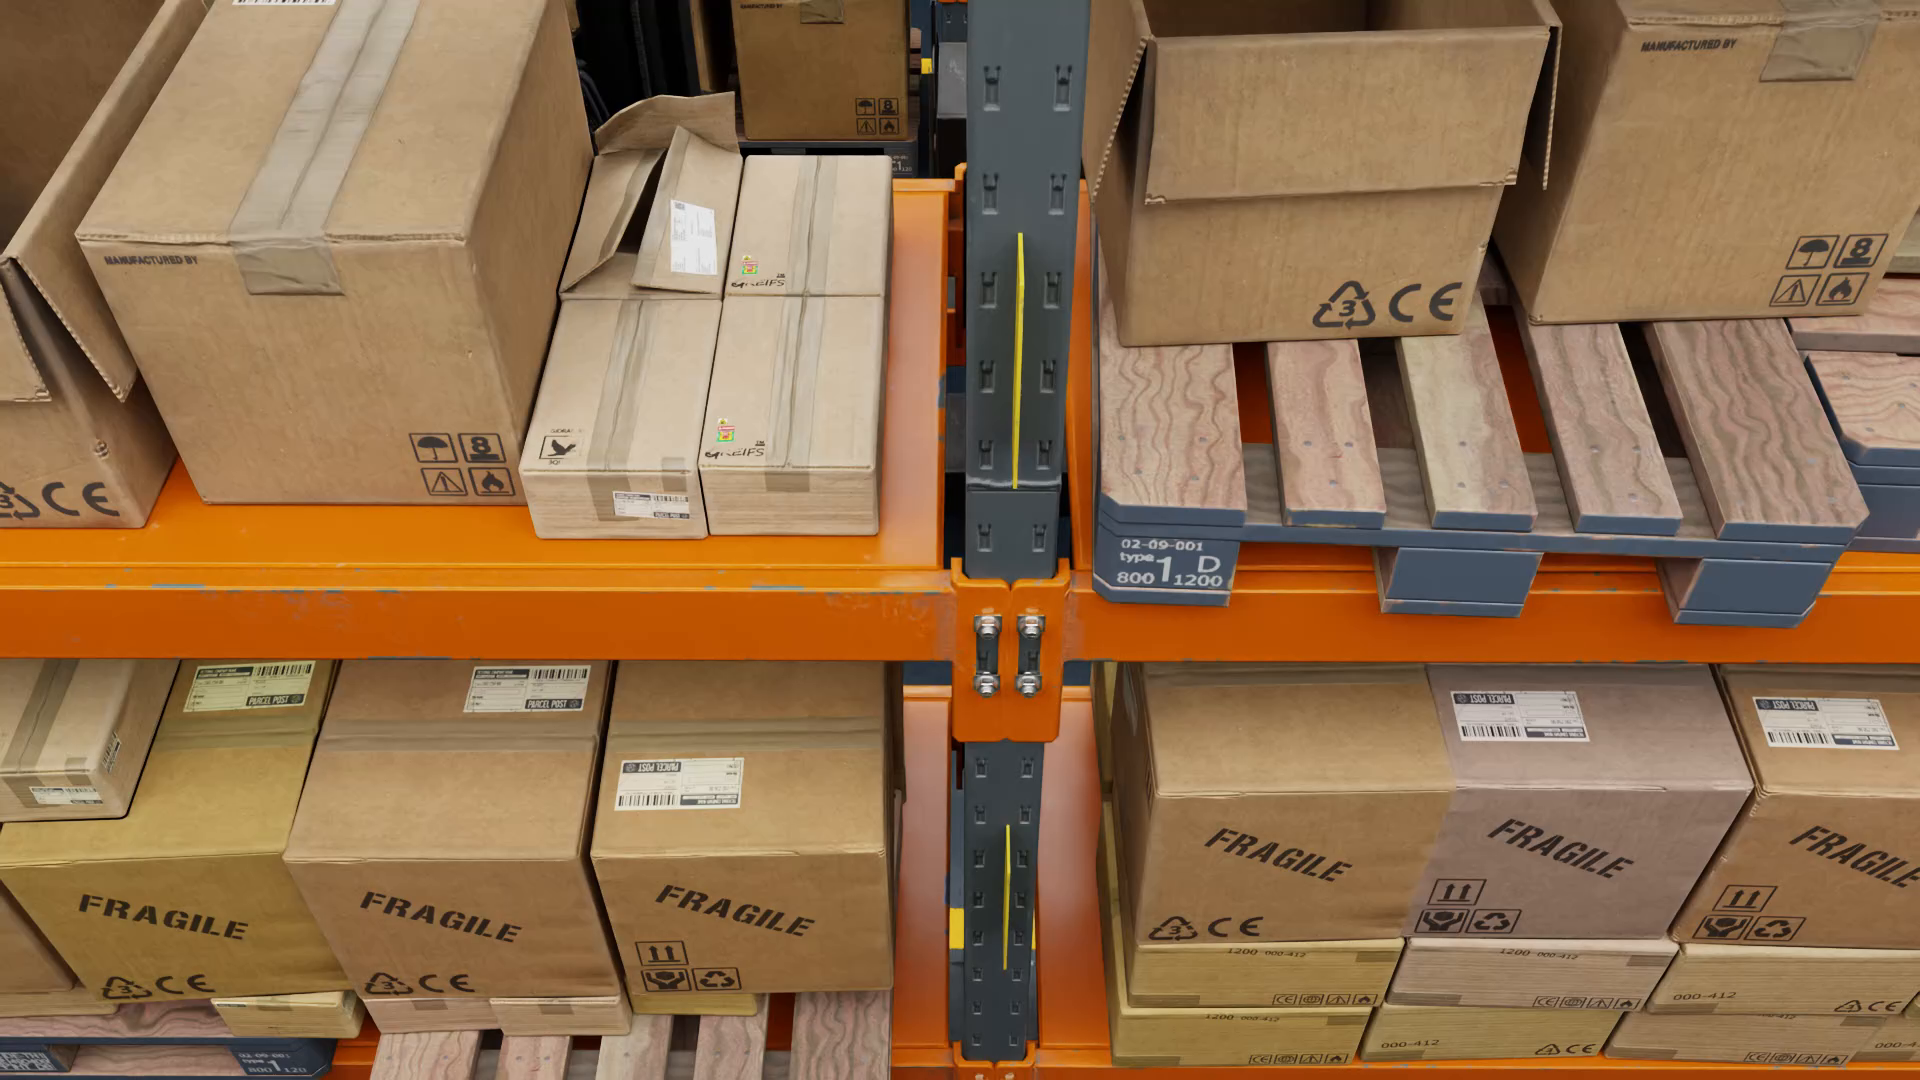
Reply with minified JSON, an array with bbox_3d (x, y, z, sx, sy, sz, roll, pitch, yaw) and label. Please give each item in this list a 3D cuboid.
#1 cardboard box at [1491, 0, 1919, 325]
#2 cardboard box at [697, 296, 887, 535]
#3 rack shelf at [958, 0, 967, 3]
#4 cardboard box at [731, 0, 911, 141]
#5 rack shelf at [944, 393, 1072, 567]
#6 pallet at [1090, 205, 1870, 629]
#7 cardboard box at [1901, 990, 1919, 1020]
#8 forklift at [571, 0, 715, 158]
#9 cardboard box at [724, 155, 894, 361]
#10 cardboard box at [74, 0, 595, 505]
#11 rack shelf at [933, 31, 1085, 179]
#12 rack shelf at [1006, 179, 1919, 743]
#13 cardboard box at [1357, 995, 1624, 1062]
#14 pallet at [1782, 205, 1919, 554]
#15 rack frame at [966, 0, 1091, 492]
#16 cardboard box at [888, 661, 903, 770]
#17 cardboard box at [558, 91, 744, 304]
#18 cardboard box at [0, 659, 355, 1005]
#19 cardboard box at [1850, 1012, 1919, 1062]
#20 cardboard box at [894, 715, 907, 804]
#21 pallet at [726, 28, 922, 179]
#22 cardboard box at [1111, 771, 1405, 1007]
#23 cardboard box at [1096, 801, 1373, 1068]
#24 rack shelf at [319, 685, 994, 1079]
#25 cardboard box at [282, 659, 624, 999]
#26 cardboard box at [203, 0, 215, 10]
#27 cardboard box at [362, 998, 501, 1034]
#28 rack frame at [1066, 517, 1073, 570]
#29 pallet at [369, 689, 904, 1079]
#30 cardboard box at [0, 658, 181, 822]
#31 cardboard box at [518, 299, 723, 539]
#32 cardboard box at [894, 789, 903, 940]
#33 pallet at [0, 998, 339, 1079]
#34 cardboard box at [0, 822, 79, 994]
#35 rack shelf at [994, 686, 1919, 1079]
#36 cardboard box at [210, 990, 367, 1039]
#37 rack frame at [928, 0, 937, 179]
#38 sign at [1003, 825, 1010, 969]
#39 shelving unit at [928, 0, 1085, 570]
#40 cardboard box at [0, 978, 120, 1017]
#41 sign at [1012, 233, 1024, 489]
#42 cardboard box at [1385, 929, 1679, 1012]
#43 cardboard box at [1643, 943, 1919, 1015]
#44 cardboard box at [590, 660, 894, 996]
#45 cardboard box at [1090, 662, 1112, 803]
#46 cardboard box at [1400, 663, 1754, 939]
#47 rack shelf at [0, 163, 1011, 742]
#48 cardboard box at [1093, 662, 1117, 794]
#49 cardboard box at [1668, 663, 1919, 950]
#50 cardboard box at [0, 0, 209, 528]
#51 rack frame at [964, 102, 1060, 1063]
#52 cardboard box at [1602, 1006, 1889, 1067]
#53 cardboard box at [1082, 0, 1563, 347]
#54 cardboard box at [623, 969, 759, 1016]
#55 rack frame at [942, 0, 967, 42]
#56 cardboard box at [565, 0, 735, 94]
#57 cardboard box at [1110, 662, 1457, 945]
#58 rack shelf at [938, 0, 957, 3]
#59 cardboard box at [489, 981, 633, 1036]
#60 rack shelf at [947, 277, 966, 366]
[{"bbox_3d":[1.064,-0.744,2.489,0.500,0.500,0.700,-2,47,-2],"label":"cardboard box"},{"bbox_3d":[-0.243,-0.192,2.502,0.250,0.149,0.380,0,47,0],"label":"cardboard box"},{"bbox_3d":[1.990,-2.781,7.281,4.000,0.370,1.077,0,47,0],"label":"rack shelf"},{"bbox_3d":[-0.618,-2.476,7.755,0.750,0.750,1.050,0,47,0],"label":"cardboard box"},{"bbox_3d":[0.166,-0.229,6.003,0.480,0.518,0.431,0,47,0],"label":"rack shelf"},{"bbox_3d":[0.717,-0.403,2.656,1.003,0.211,1.213,2,47,2],"label":"pallet"},{"bbox_3d":[2.101,0.678,3.330,0.500,0.250,0.500,1,47,1],"label":"cardboard box"},{"bbox_3d":[-1.700,-1.494,5.638,3.031,2.935,1.130,17,49,15],"label":"forklift"},{"bbox_3d":[-0.241,-0.470,2.761,0.250,0.149,0.380,0,47,0],"label":"cardboard box"},{"bbox_3d":[-0.875,-0.474,2.525,0.500,0.500,0.700,0,47,0],"label":"cardboard box"},{"bbox_3d":[0.166,-1.183,4.979,0.480,0.518,0.431,0,47,0],"label":"rack shelf"},{"bbox_3d":[2.073,-0.180,2.810,4.000,0.370,1.077,0,47,0],"label":"rack shelf"},{"bbox_3d":[1.075,0.817,3.543,0.500,0.250,0.500,-1,47,-1],"label":"cardboard box"},{"bbox_3d":[1.835,-0.402,2.655,1.213,0.211,1.003,2,47,2],"label":"pallet"},{"bbox_3d":[0.073,-1.452,1.454,0.127,3.000,1.000,0,47,0],"label":"rack frame"},{"bbox_3d":[-0.376,0.143,3.510,0.500,0.500,0.500,-1,47,-1],"label":"cardboard box"},{"bbox_3d":[-0.497,-0.511,2.719,0.258,0.266,0.396,0,47,0],"label":"cardboard box"},{"bbox_3d":[-1.404,0.522,3.157,0.500,0.500,0.500,-3,47,-3],"label":"cardboard box"},{"bbox_3d":[2.093,0.821,3.539,0.500,0.250,0.500,0,47,0],"label":"cardboard box"},{"bbox_3d":[-0.251,0.397,3.716,0.250,0.149,0.380,-2,47,-2],"label":"cardboard box"},{"bbox_3d":[-0.798,-2.139,8.097,1.213,0.211,1.003,0,47,0],"label":"pallet"},{"bbox_3d":[0.579,0.655,3.352,0.500,0.250,0.500,0,47,0],"label":"cardboard box"},{"bbox_3d":[0.561,0.828,3.532,0.500,0.250,0.500,-1,47,-1],"label":"cardboard box"},{"bbox_3d":[-1.927,0.831,3.918,4.000,0.370,1.077,0,47,0],"label":"rack shelf"},{"bbox_3d":[-0.900,0.522,3.156,0.500,0.500,0.500,-1,47,0],"label":"cardboard box"},{"bbox_3d":[-3.389,-2.484,7.762,0.750,0.750,1.050,0,47,0],"label":"cardboard box"},{"bbox_3d":[-1.028,0.783,3.356,0.250,0.149,0.380,-2,47,-2],"label":"cardboard box"},{"bbox_3d":[0.410,-0.714,5.480,0.015,2.100,0.400,0,47,0],"label":"rack frame"},{"bbox_3d":[-0.640,0.733,3.649,1.003,0.211,1.213,0,47,0],"label":"pallet"},{"bbox_3d":[-1.564,0.294,2.925,0.250,0.149,0.380,-2,47,-2],"label":"cardboard box"},{"bbox_3d":[-0.491,-0.187,2.497,0.250,0.149,0.380,0,47,0],"label":"cardboard box"},{"bbox_3d":[-0.256,0.706,3.429,0.250,0.149,0.380,2,47,2],"label":"cardboard box"},{"bbox_3d":[-1.907,0.682,3.697,1.213,0.211,1.003,0,47,0],"label":"pallet"},{"bbox_3d":[-1.950,0.519,3.159,0.500,0.500,0.500,-2,47,-1],"label":"cardboard box"},{"bbox_3d":[2.073,0.842,3.908,4.000,0.370,1.077,0,47,0],"label":"rack shelf"},{"bbox_3d":[-1.303,0.793,3.348,0.250,0.149,0.380,1,47,1],"label":"cardboard box"},{"bbox_3d":[-0.078,-0.716,5.482,0.015,2.100,0.400,0,47,0],"label":"rack frame"},{"bbox_3d":[0.080,0.621,2.885,0.005,0.325,0.100,0,47,0],"label":"sign"},{"bbox_3d":[0.166,-0.715,5.481,0.503,2.100,0.431,0,47,0],"label":"shelving unit"},{"bbox_3d":[-1.805,0.759,3.379,0.250,0.149,0.380,-1,47,-1],"label":"cardboard box"},{"bbox_3d":[0.069,-0.209,1.993,0.005,0.325,0.100,0,47,0],"label":"sign"},{"bbox_3d":[1.096,0.657,3.350,0.500,0.250,0.500,1,47,1],"label":"cardboard box"},{"bbox_3d":[1.594,0.667,3.341,0.500,0.250,0.500,0,47,0],"label":"cardboard box"},{"bbox_3d":[-0.383,0.515,3.163,0.500,0.500,0.500,-1,47,-1],"label":"cardboard box"},{"bbox_3d":[0.580,0.454,3.881,0.500,0.250,0.500,-1,47,-1],"label":"cardboard box"},{"bbox_3d":[1.061,0.392,3.085,0.500,0.500,0.500,0,47,0],"label":"cardboard box"},{"bbox_3d":[-1.927,-0.191,2.820,4.000,0.370,1.077,0,47,0],"label":"rack shelf"},{"bbox_3d":[0.558,0.288,3.694,0.500,0.250,0.500,0,47,0],"label":"cardboard box"},{"bbox_3d":[1.579,0.404,3.073,0.500,0.500,0.500,1,47,1],"label":"cardboard box"},{"bbox_3d":[-1.452,-0.449,2.499,0.637,0.503,0.797,0,47,0],"label":"cardboard box"},{"bbox_3d":[0.073,0.592,3.650,0.127,3.000,1.000,0,47,0],"label":"rack frame"},{"bbox_3d":[1.600,0.822,3.538,0.500,0.250,0.500,2,47,1],"label":"cardboard box"},{"bbox_3d":[0.451,-0.718,2.462,0.637,0.503,0.797,-2,47,-2],"label":"cardboard box"},{"bbox_3d":[-0.524,0.758,3.380,0.250,0.149,0.380,1,47,1],"label":"cardboard box"},{"bbox_3d":[-0.010,-3.032,7.023,0.127,3.000,1.000,0,47,0],"label":"rack frame"},{"bbox_3d":[-1.492,-2.476,7.755,0.750,0.750,1.050,1,47,1],"label":"cardboard box"},{"bbox_3d":[0.565,0.397,3.080,0.500,0.500,0.500,-1,47,-1],"label":"cardboard box"},{"bbox_3d":[-2.010,-2.792,7.291,4.000,0.370,1.077,0,47,0],"label":"rack shelf"},{"bbox_3d":[-0.776,0.790,3.350,0.250,0.149,0.380,0,47,0],"label":"cardboard box"},{"bbox_3d":[0.166,-0.706,5.491,0.480,0.518,0.431,0,47,0],"label":"rack shelf"}]
